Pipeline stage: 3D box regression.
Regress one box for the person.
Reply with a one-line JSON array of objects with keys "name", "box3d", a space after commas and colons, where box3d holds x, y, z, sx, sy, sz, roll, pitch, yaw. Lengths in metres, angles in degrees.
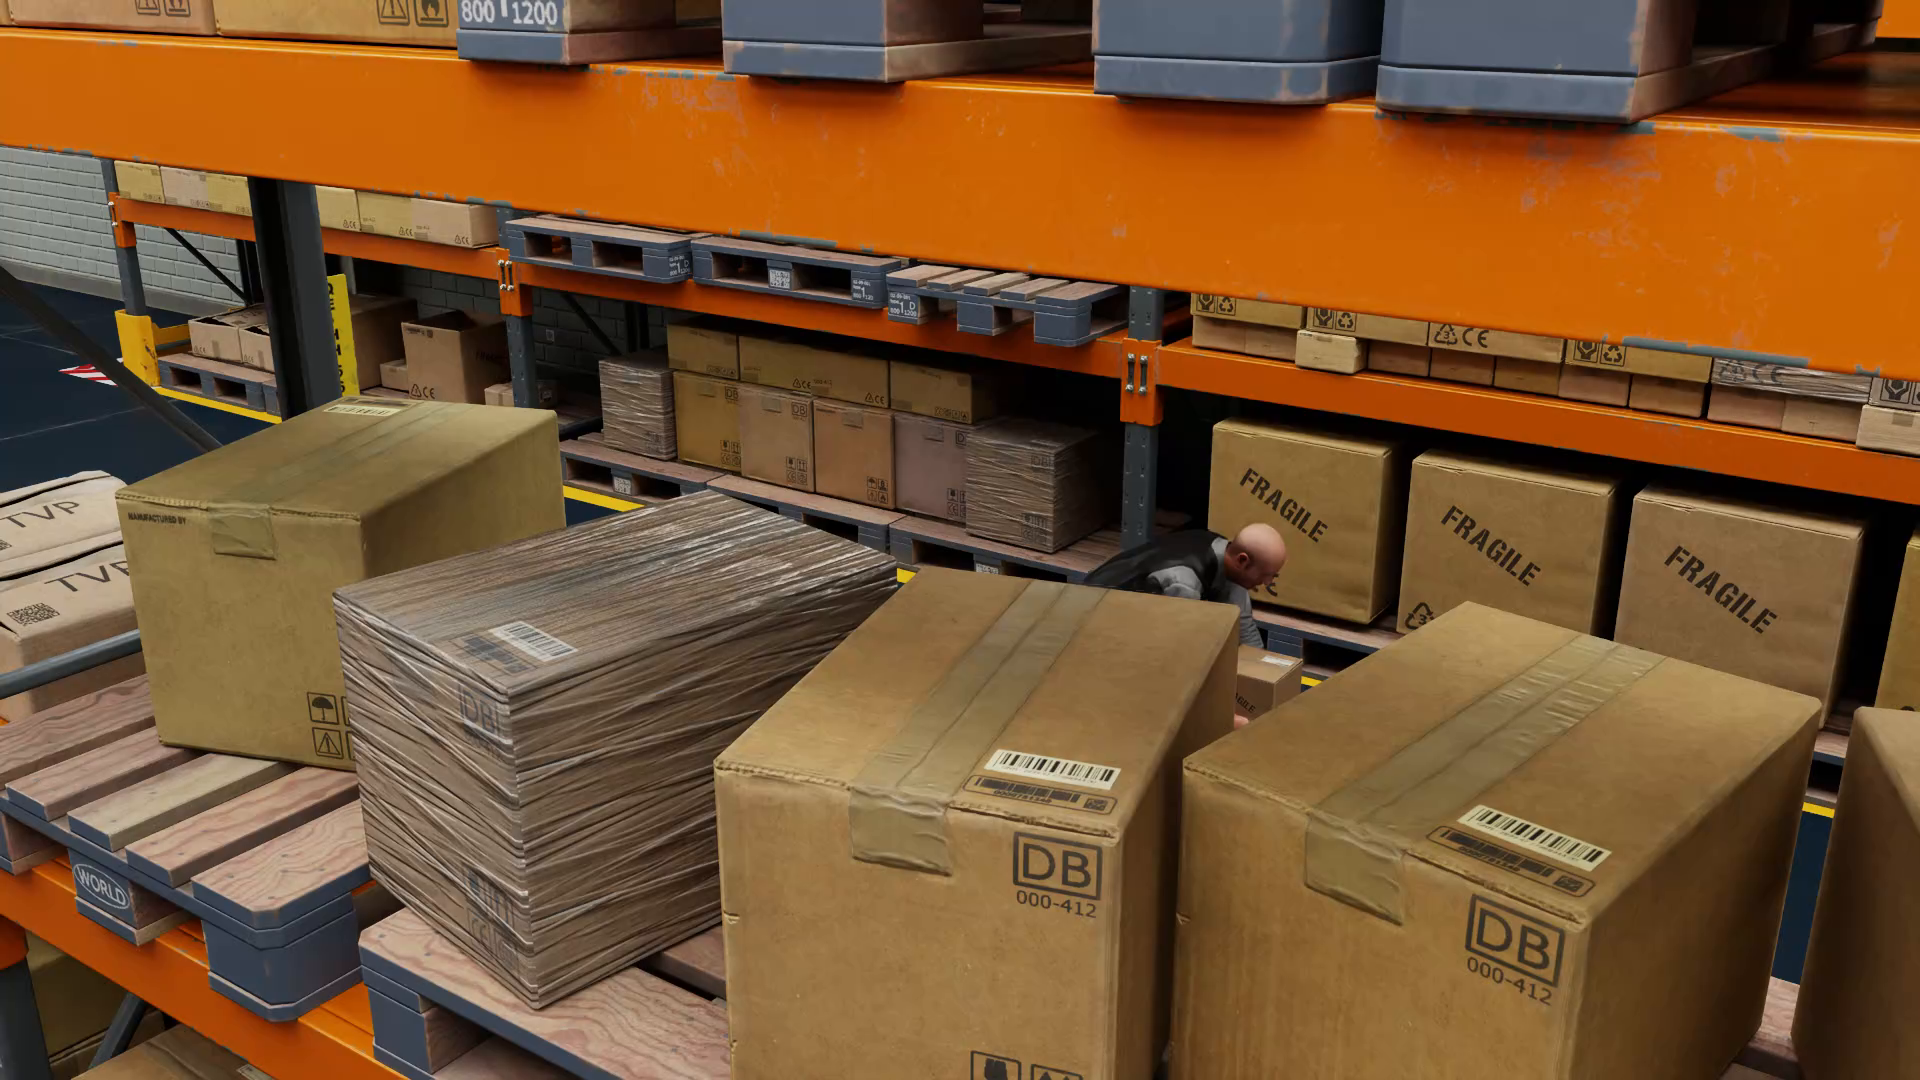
[{"name": "person", "box3d": [0.760, 0.361, 6.270, 0.767, 0.842, 0.517, 12, 23, 30]}]
